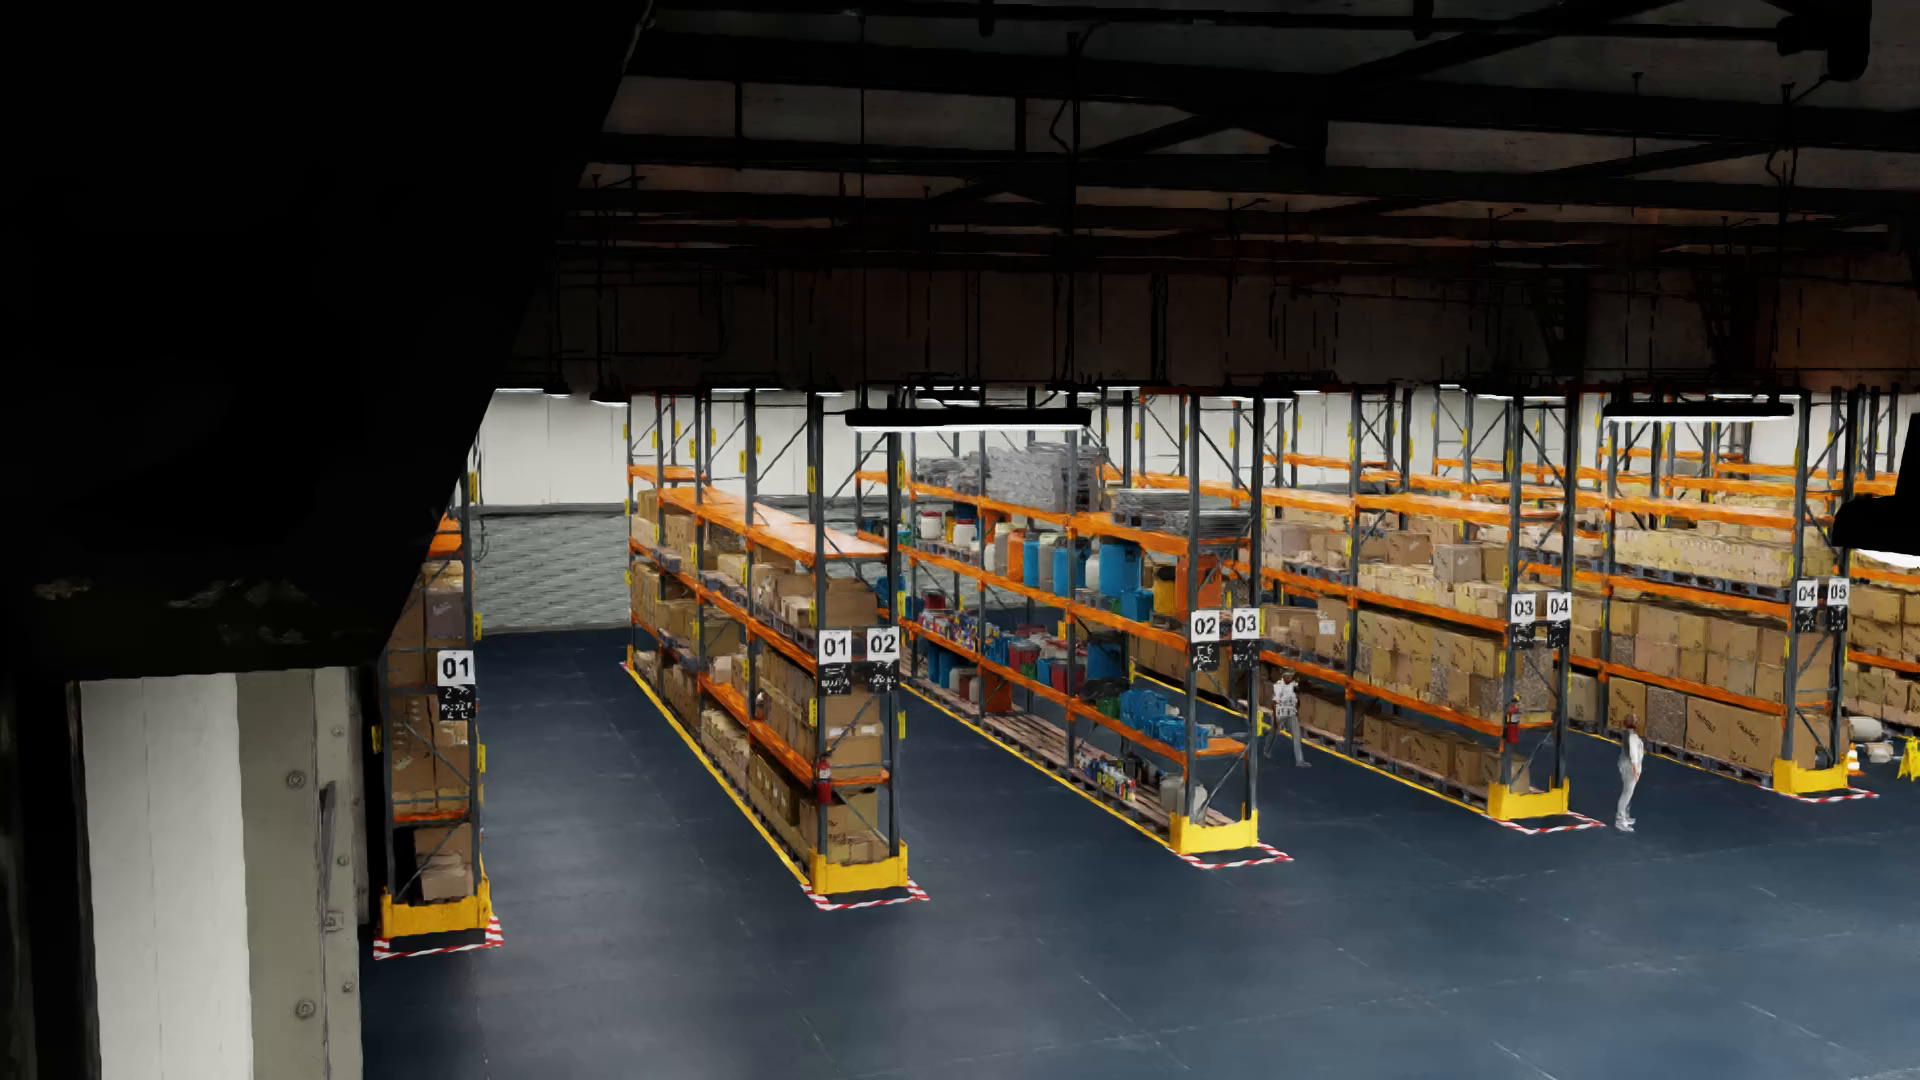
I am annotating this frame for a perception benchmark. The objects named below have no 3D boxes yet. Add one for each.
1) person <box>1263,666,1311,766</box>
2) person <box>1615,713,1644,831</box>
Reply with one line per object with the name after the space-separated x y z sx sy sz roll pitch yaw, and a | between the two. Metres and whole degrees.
5.198 2.787 26.585 0.456 1.578 1.088 -2 6 -17 | person
9.206 3.170 22.865 0.368 1.599 0.560 1 6 6 | person
